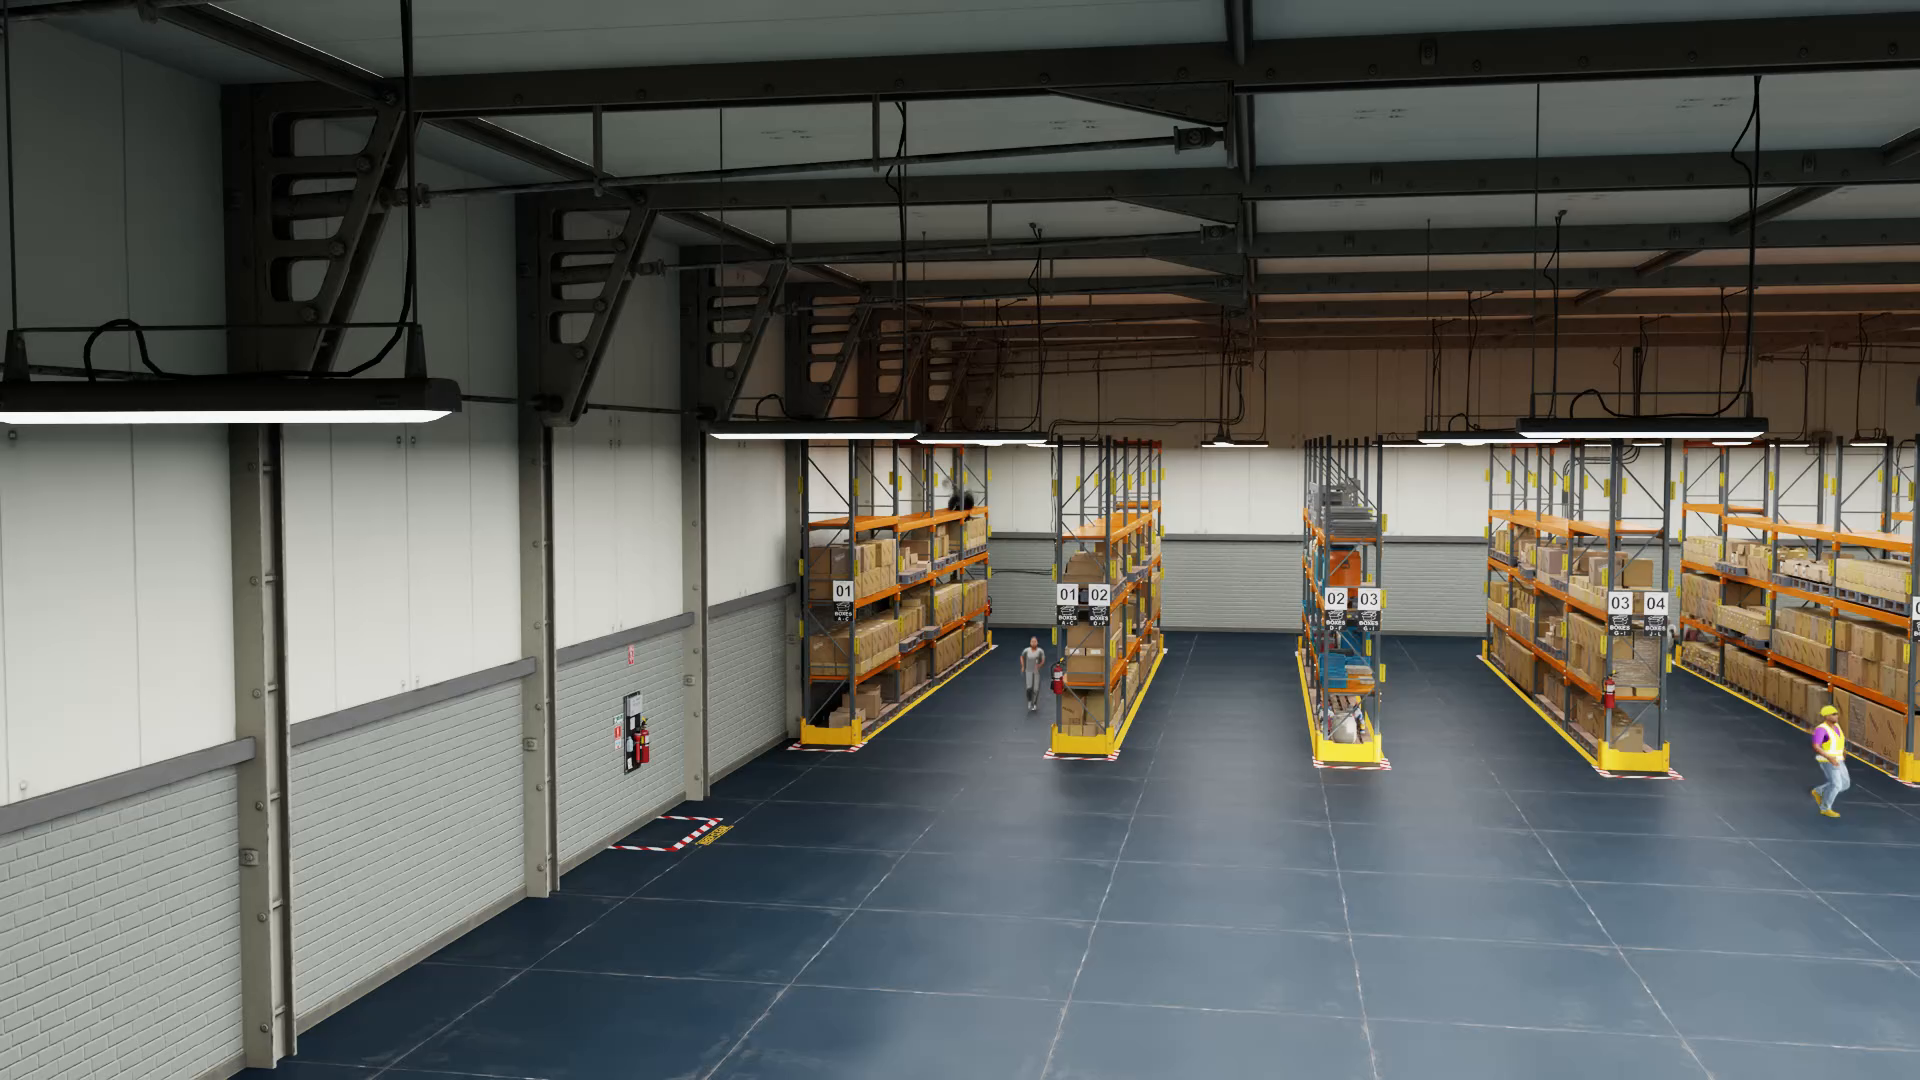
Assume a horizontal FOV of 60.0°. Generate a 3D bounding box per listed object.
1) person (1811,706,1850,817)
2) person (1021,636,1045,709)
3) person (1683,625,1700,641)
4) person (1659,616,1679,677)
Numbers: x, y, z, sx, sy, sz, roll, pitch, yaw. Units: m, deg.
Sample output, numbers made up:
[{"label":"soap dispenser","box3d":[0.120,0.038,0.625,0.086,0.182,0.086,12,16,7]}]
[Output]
[{"label":"person","box3d":[13.621,3.454,26.057,0.699,1.728,0.543,-2,4,-37]},{"label":"person","box3d":[1.599,2.937,36.450,0.536,1.591,0.702,0,3,1]},{"label":"person","box3d":[20.071,2.443,45.460,0.585,1.620,0.558,0,3,-4]},{"label":"person","box3d":[17.547,2.670,41.448,0.594,1.619,0.878,0,3,2]}]
